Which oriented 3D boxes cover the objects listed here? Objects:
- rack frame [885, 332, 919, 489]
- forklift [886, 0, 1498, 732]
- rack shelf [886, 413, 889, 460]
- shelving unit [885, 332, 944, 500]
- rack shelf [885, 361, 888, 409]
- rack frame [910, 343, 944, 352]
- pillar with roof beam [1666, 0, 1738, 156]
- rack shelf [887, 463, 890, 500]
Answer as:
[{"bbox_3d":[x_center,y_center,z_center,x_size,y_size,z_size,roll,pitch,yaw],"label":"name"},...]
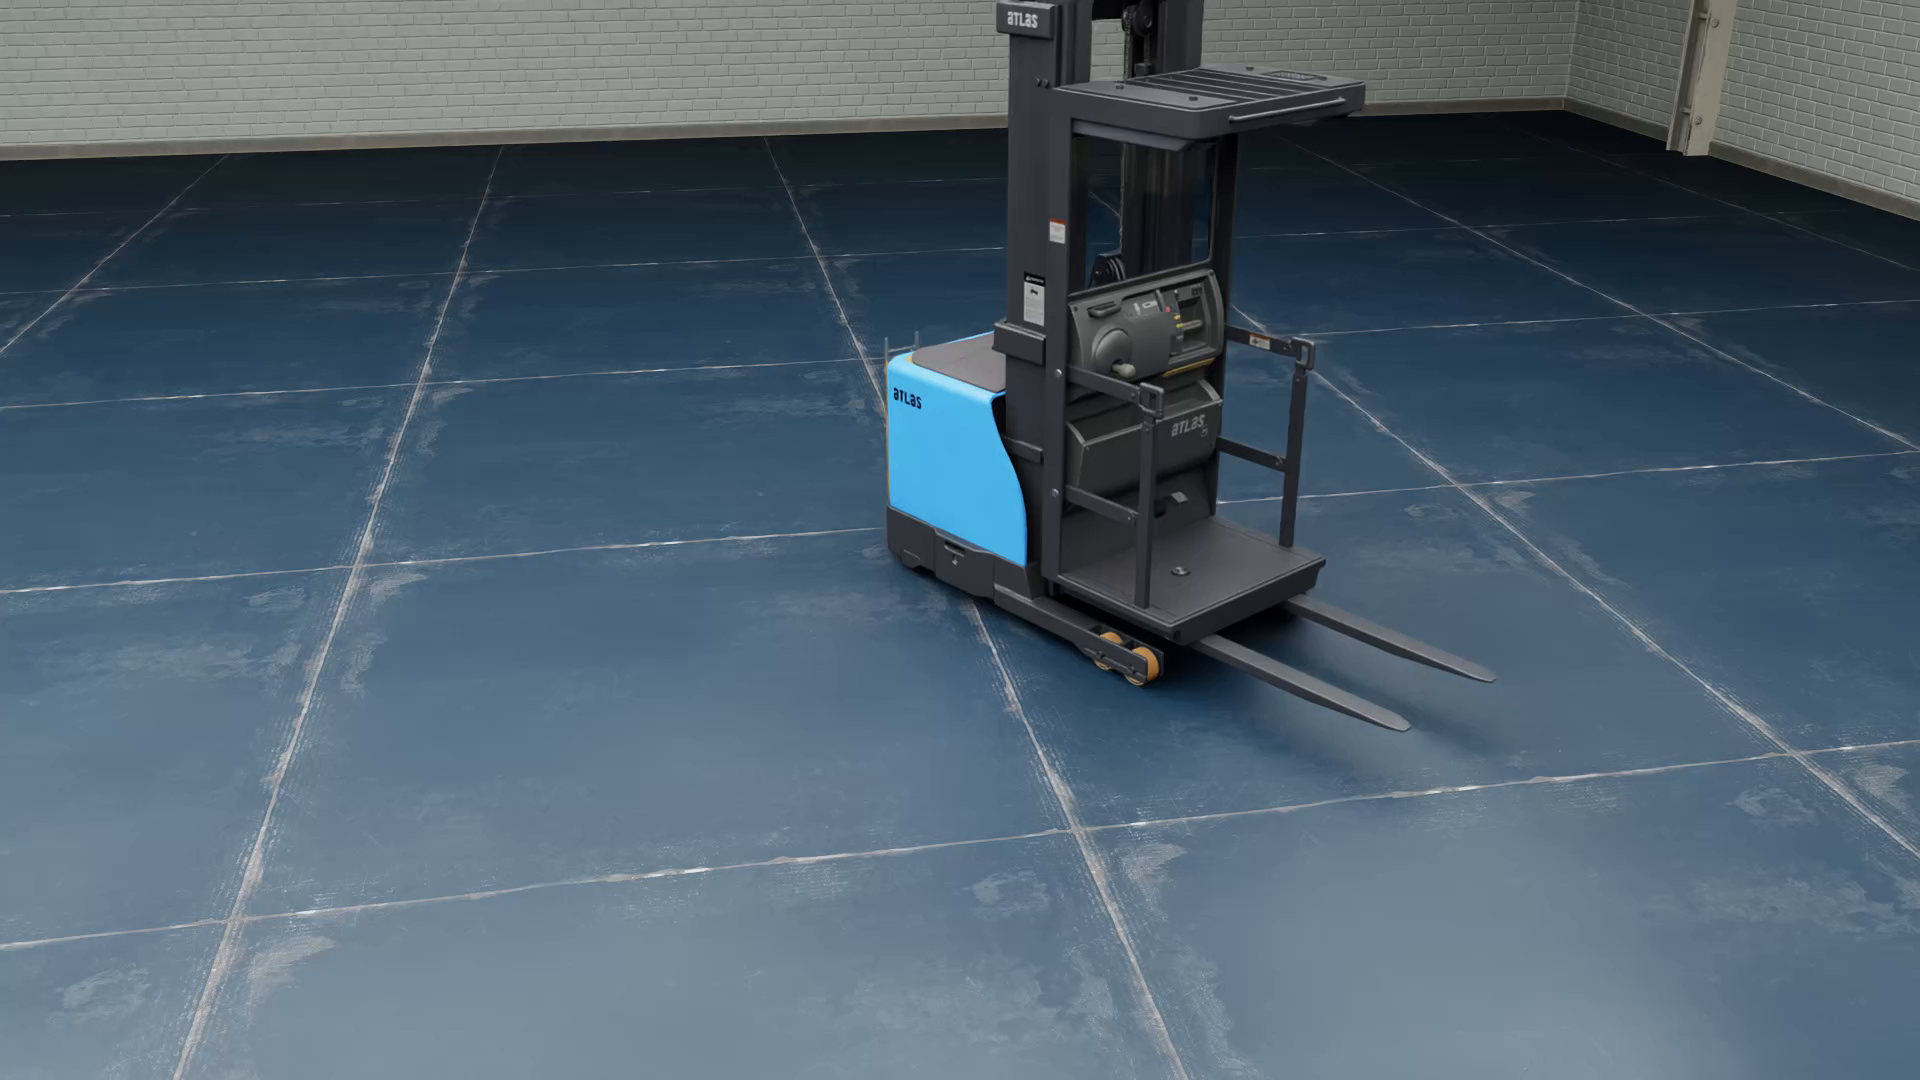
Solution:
[{"bbox_3d":[-0.300,-0.572,8.749,0.200,1.050,0.008,-15,28,-31],"label":"rack frame"},{"bbox_3d":[0.979,-0.935,7.228,1.130,2.935,3.031,-19,30,-37],"label":"forklift"},{"bbox_3d":[-0.232,-0.522,8.660,0.215,0.259,0.240,-15,28,-31],"label":"rack shelf"},{"bbox_3d":[-0.232,-0.532,8.656,0.215,1.050,0.252,-15,28,-31],"label":"shelving unit"},{"bbox_3d":[-0.232,-0.782,8.546,0.215,0.259,0.240,-15,28,-31],"label":"rack shelf"},{"bbox_3d":[-0.164,-0.491,8.563,0.200,1.050,0.008,-15,28,-31],"label":"rack frame"},{"bbox_3d":[3.991,-8.187,16.253,9.100,9.000,0.400,-4,24,-10],"label":"pillar with roof beam"},{"bbox_3d":[-0.232,-0.267,8.771,0.215,0.259,0.240,-15,28,-31],"label":"rack shelf"}]
